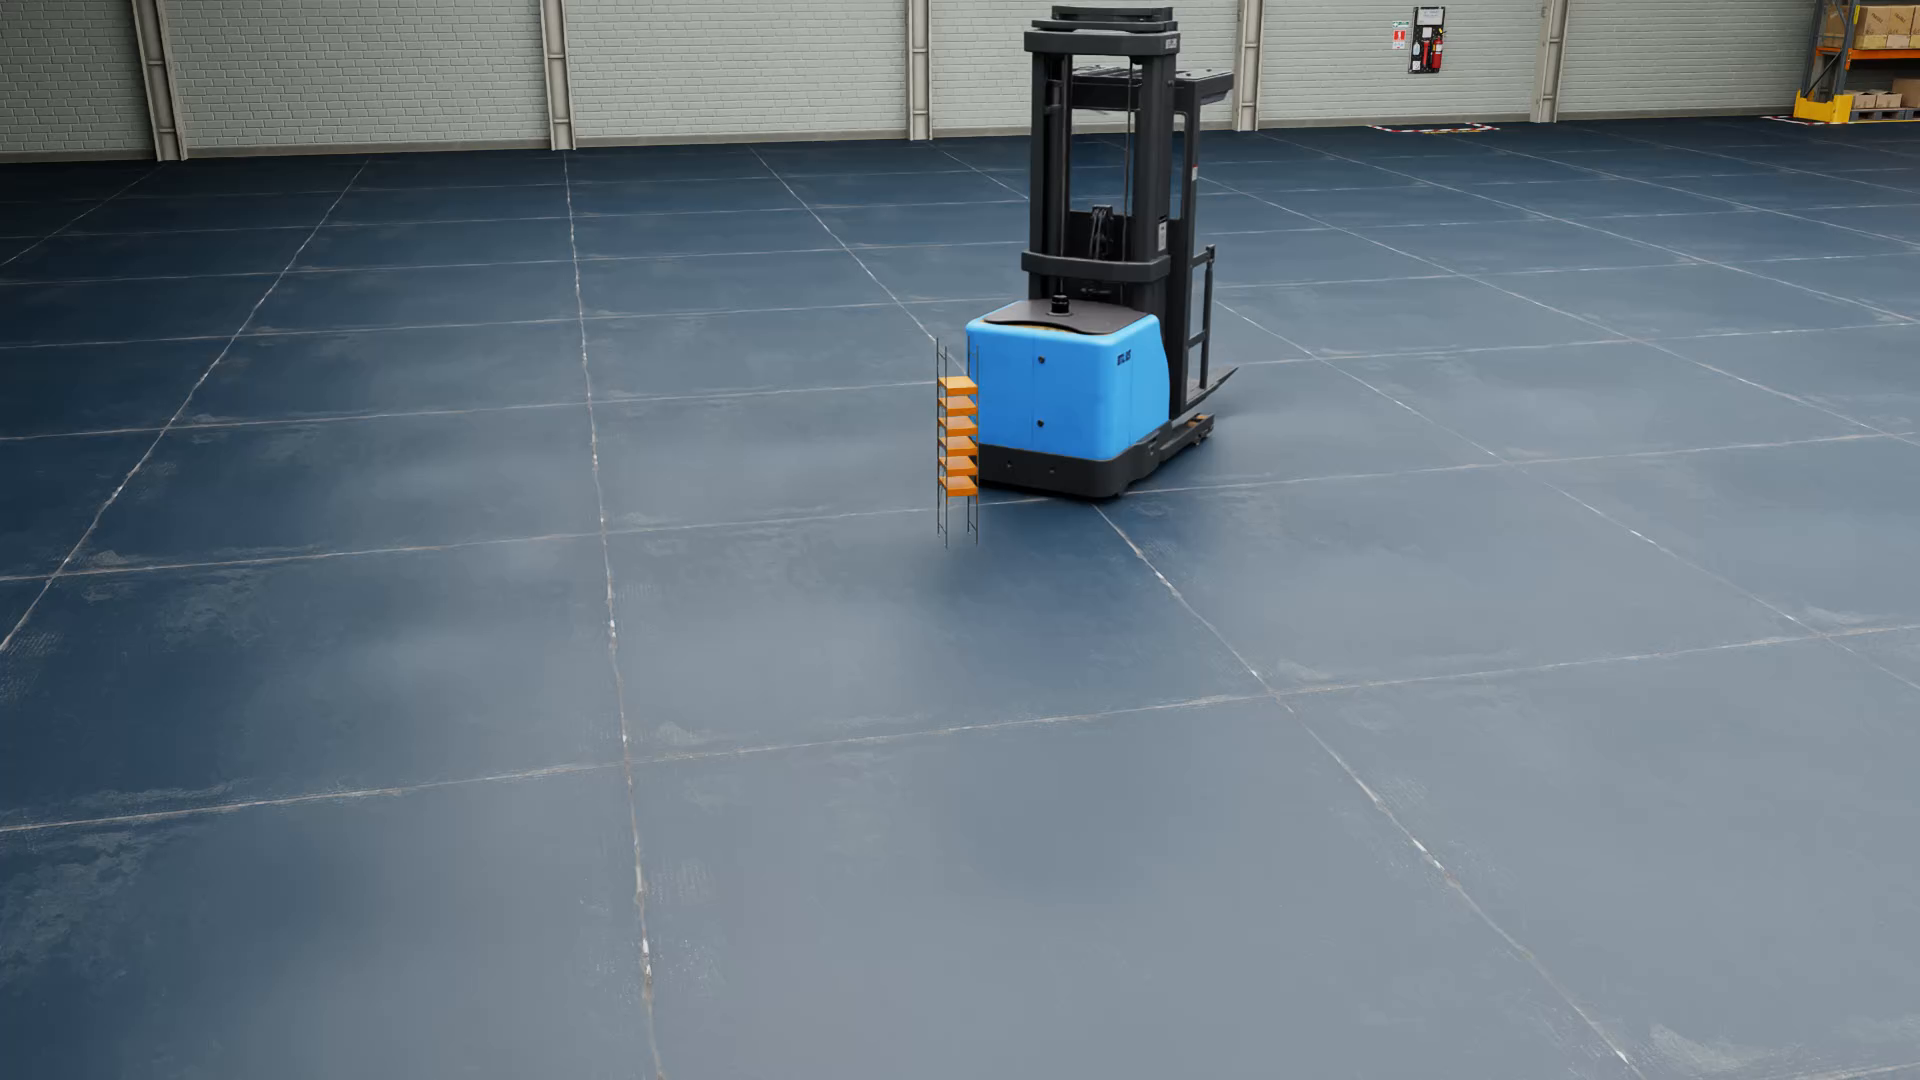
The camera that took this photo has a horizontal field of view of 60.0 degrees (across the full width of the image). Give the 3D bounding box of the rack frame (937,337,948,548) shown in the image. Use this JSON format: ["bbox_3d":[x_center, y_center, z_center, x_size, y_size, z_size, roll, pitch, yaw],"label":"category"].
[{"bbox_3d":[-0.103,-0.555,9.585,0.006,1.200,0.240,-5,21,-12],"label":"rack frame"}]

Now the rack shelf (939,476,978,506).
[{"bbox_3d":[-0.014,-0.295,9.703,0.180,0.103,0.258,-5,21,-12],"label":"rack shelf"}]

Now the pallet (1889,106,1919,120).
[{"bbox_3d":[18.391,-8.267,32.077,1.213,0.211,1.003,-5,21,-12],"label":"pallet"}]

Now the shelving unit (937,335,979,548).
[{"bbox_3d":[-0.014,-0.562,9.605,0.189,1.200,0.258,-5,21,-12],"label":"shelving unit"}]

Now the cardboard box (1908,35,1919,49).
[{"bbox_3d":[17.880,-9.378,31.245,0.500,0.250,0.500,-5,21,-13],"label":"cardboard box"}]

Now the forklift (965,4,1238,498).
[{"bbox_3d":[1.148,-2.103,11.295,1.130,2.935,3.031,10,22,26],"label":"forklift"}]

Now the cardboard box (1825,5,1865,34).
[{"bbox_3d":[16.743,-9.822,31.367,0.500,0.500,0.500,-5,21,-13],"label":"cardboard box"}]

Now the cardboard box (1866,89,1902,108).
[{"bbox_3d":[17.582,-8.437,31.755,0.500,0.311,0.500,-3,20,-8],"label":"cardboard box"}]

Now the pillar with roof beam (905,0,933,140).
[{"bbox_3d":[0.289,-9.719,23.264,0.400,9.000,9.100,-5,21,-12],"label":"pillar with roof beam"}]

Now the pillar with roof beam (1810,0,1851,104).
[{"bbox_3d":[17.806,-11.144,27.153,0.400,9.000,9.100,-5,21,-12],"label":"pillar with roof beam"}]

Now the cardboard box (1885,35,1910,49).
[{"bbox_3d":[17.383,-9.340,31.140,0.500,0.250,0.500,-5,21,-14],"label":"cardboard box"}]

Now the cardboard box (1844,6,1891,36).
[{"bbox_3d":[16.867,-9.651,30.899,0.500,0.500,0.500,-5,21,-12],"label":"cardboard box"}]

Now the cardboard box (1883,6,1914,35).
[{"bbox_3d":[17.350,-9.687,30.997,0.500,0.500,0.500,-5,21,-12],"label":"cardboard box"}]

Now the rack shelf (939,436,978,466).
[{"bbox_3d":[-0.014,-0.521,9.620,0.180,0.103,0.258,-5,21,-12],"label":"rack shelf"}]

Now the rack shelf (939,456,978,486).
[{"bbox_3d":[-0.014,-0.408,9.662,0.180,0.103,0.258,-5,21,-12],"label":"rack shelf"}]

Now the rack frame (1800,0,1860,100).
[{"bbox_3d":[16.333,-9.423,31.177,0.127,3.000,1.000,-5,21,-12],"label":"rack frame"}]

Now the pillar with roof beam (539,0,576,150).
[{"bbox_3d":[-5.550,-9.244,21.968,0.400,9.000,9.100,-5,21,-12],"label":"pillar with roof beam"}]

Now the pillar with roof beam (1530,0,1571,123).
[{"bbox_3d":[11.967,-10.669,25.857,0.400,9.000,9.100,-5,21,-12],"label":"pillar with roof beam"}]

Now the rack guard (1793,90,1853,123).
[{"bbox_3d":[16.407,-8.255,31.624,0.348,0.500,1.175,-5,21,-12],"label":"rack guard"}]

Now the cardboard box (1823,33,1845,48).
[{"bbox_3d":[16.743,-9.464,31.478,0.500,0.250,0.500,-4,21,-12],"label":"cardboard box"}]

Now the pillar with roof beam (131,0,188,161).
[{"bbox_3d":[-11.389,-8.769,20.671,0.400,9.000,9.100,-5,21,-12],"label":"pillar with roof beam"}]

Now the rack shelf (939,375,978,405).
[{"bbox_3d":[-0.014,-0.859,9.497,0.180,0.103,0.258,-5,21,-12],"label":"rack shelf"}]

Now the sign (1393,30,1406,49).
[{"bbox_3d":[8.001,-9.118,30.292,0.234,0.329,0.001,-5,21,-12],"label":"sign"}]

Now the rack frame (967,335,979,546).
[{"bbox_3d":[0.075,-0.569,9.625,0.006,1.200,0.240,-5,21,-12],"label":"rack frame"}]

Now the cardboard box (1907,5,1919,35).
[{"bbox_3d":[17.854,-9.726,31.103,0.500,0.500,0.500,-5,21,-14],"label":"cardboard box"}]

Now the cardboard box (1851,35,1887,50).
[{"bbox_3d":[16.881,-9.294,31.015,0.500,0.250,0.500,-5,21,-14],"label":"cardboard box"}]

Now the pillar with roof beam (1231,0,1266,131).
[{"bbox_3d":[6.128,-10.194,24.560,0.400,9.000,9.100,-5,21,-12],"label":"pillar with roof beam"}]

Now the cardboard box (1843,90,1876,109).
[{"bbox_3d":[17.027,-8.392,31.631,0.500,0.311,0.500,-7,21,-19],"label":"cardboard box"}]

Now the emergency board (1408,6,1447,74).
[{"bbox_3d":[8.562,-9.110,30.323,0.643,1.169,0.194,-5,21,-12],"label":"emergency board"}]

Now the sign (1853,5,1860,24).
[{"bbox_3d":[16.458,-9.648,30.533,0.005,0.325,0.100,-5,21,-12],"label":"sign"}]

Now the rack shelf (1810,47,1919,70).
[{"bbox_3d":[18.279,-9.243,31.733,4.000,0.370,1.077,-5,21,-12],"label":"rack shelf"}]

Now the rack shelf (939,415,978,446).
[{"bbox_3d":[-0.014,-0.633,9.579,0.180,0.103,0.258,-5,21,-12],"label":"rack shelf"}]

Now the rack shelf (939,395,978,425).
[{"bbox_3d":[-0.014,-0.746,9.538,0.180,0.103,0.258,-5,21,-12],"label":"rack shelf"}]

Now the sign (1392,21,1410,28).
[{"bbox_3d":[8.007,-9.364,30.194,0.331,0.109,0.001,-5,21,-12],"label":"sign"}]

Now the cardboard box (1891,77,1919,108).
[{"bbox_3d":[18.307,-8.567,31.835,0.500,0.500,0.700,-6,21,-16],"label":"cardboard box"}]

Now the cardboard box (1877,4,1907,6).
[{"bbox_3d":[17.737,-9.901,31.582,0.500,0.500,0.500,-5,21,-14],"label":"cardboard box"}]

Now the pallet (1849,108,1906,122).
[{"bbox_3d":[17.206,-8.172,31.817,1.213,0.211,1.003,-5,21,-12],"label":"pallet"}]

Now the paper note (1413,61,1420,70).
[{"bbox_3d":[8.374,-8.706,30.500,0.142,0.148,0.016,-5,21,-12],"label":"paper note"}]
